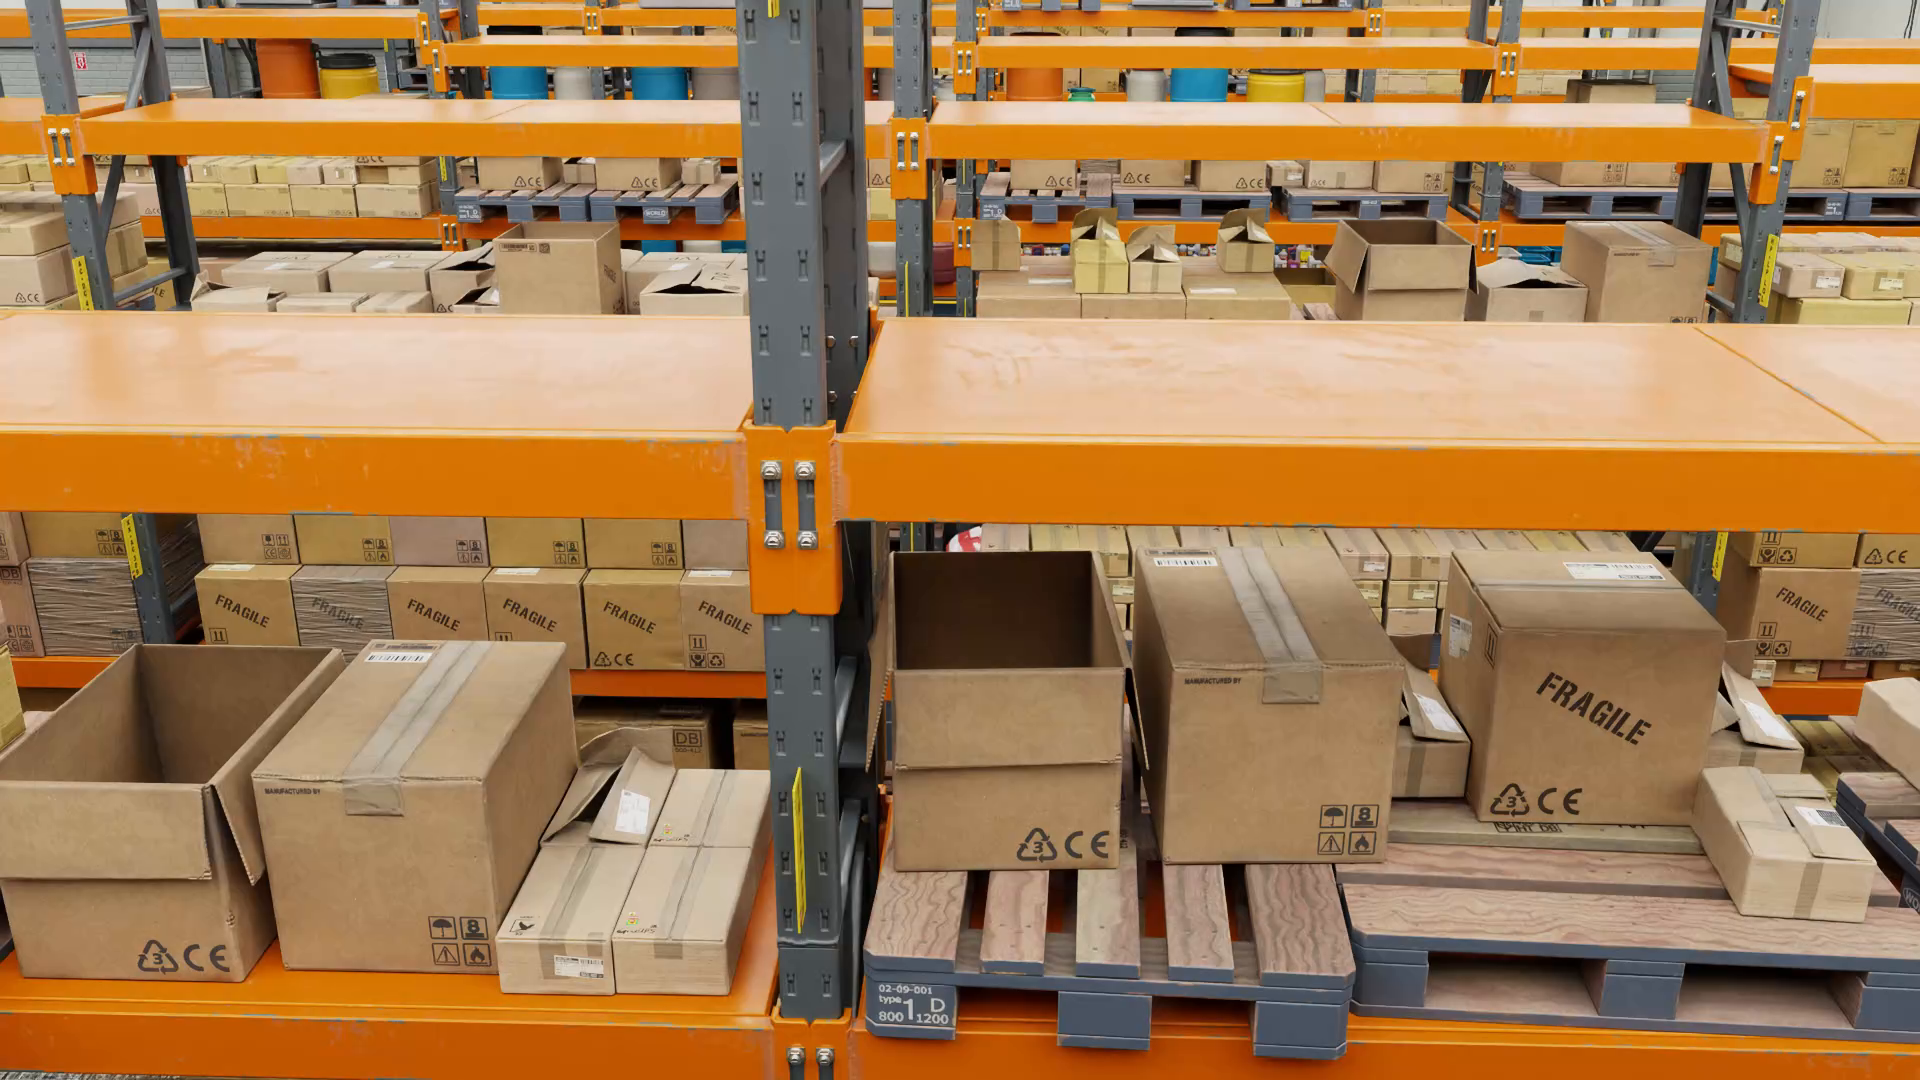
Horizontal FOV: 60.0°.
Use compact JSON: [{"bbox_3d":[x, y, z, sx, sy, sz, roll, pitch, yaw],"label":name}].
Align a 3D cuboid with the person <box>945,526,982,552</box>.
[{"bbox_3d":[0.342,0.247,12.572,0.939,0.841,0.531,0,21,0],"label":"person"}]
